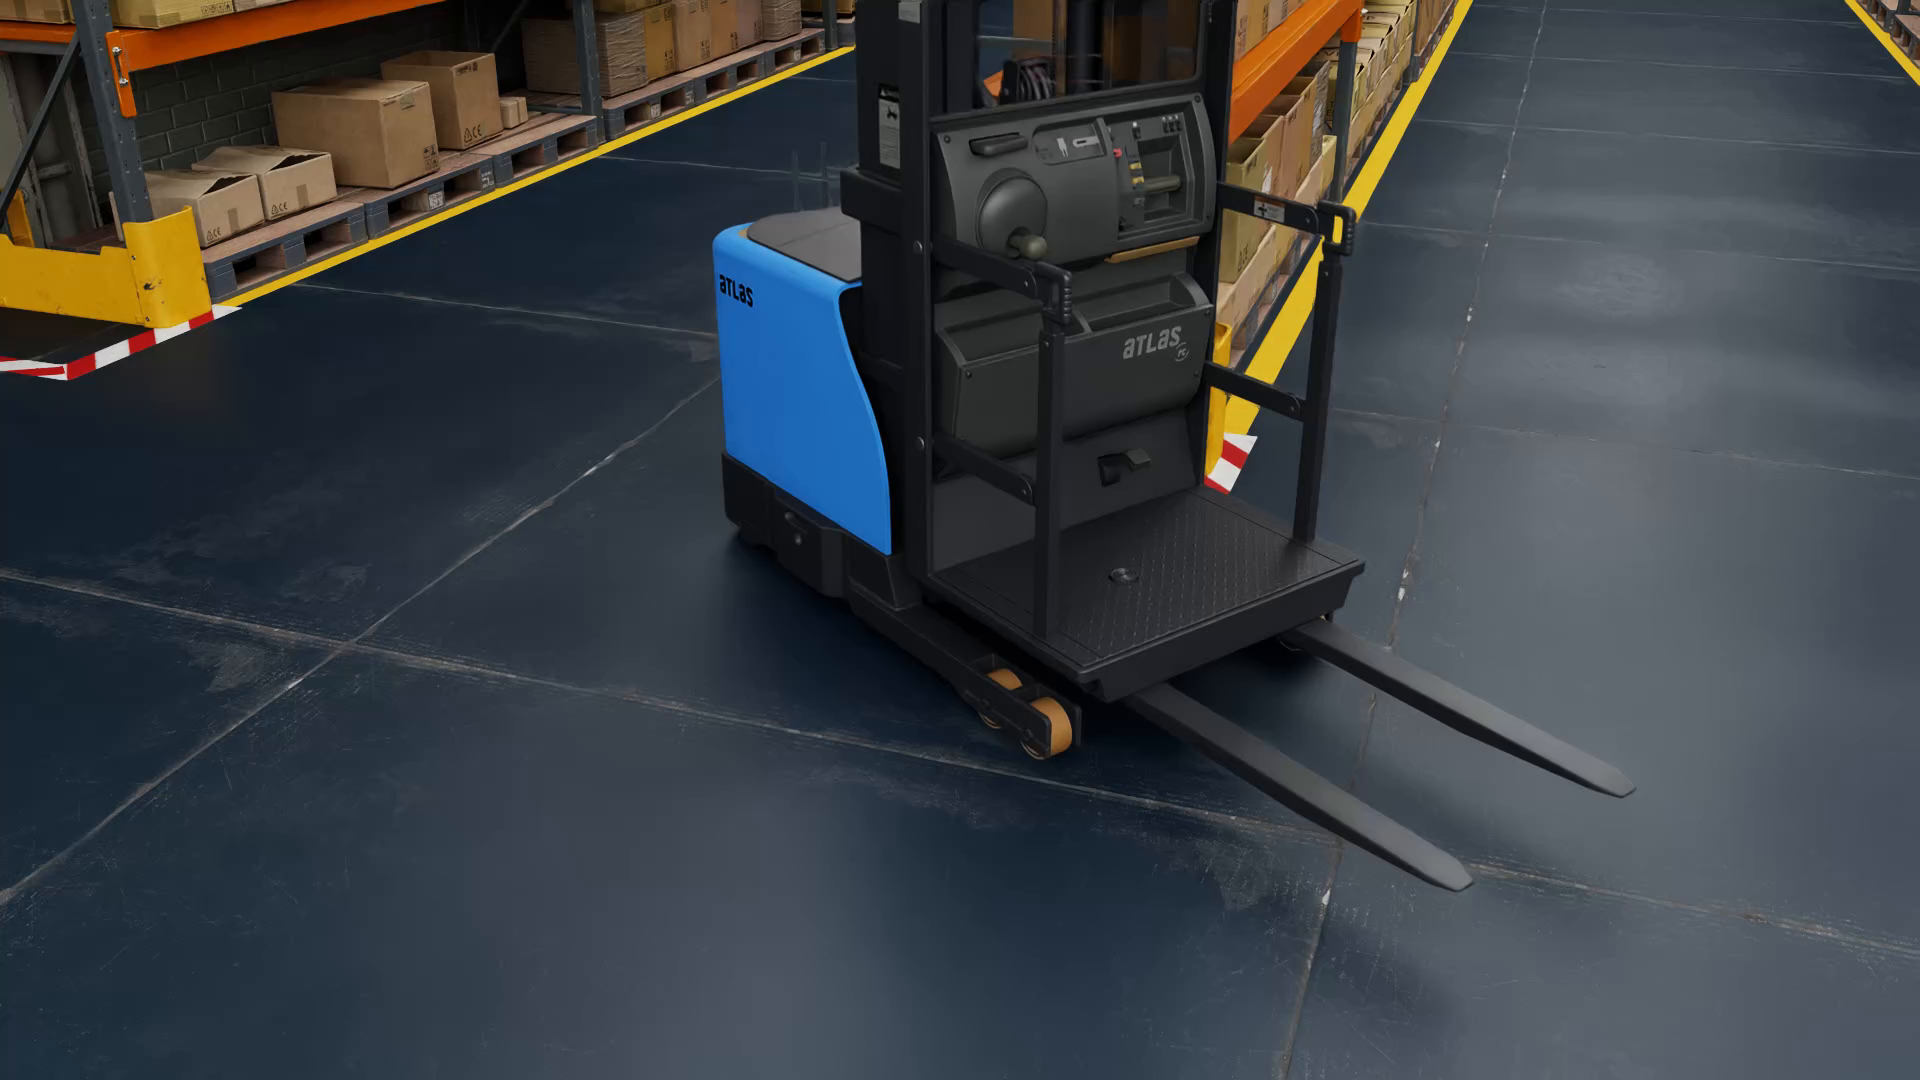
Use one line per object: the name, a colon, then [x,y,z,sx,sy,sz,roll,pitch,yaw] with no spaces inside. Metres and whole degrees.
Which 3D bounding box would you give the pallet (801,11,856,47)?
pallet: [-1.239,-4.804,15.429,1.003,0.211,1.213,9,27,17]

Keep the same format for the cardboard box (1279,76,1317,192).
cardboard box: [1.481,-2.042,8.338,0.500,0.500,0.500,9,27,17]

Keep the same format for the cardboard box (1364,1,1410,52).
cardboard box: [2.991,-3.767,12.118,0.500,0.311,0.500,8,27,17]

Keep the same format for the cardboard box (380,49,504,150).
cardboard box: [-3.211,-2.743,10.336,0.500,0.500,0.500,7,27,14]

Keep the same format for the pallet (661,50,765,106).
pallet: [-2.241,-3.670,13.088,1.003,0.211,1.213,9,27,17]

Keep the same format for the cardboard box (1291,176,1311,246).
cardboard box: [1.493,-1.703,8.498,0.500,0.250,0.500,9,27,17]

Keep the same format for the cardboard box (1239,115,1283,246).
cardboard box: [1.145,-1.631,7.490,0.500,0.500,0.500,9,27,17]

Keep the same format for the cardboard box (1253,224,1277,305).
cardboard box: [1.156,-1.292,7.650,0.500,0.250,0.500,9,27,17]

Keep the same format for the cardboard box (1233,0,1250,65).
cardboard box: [0.776,-2.193,6.722,0.700,0.500,0.500,9,27,19]

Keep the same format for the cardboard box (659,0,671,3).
cardboard box: [-2.361,-4.213,12.512,0.500,0.250,0.500,8,27,16]

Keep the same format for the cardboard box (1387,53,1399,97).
cardboard box: [2.817,-3.310,11.818,0.500,0.250,0.500,9,27,19]

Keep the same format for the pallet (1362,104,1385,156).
pallet: [2.382,-2.941,11.583,1.003,0.211,1.213,9,27,17]

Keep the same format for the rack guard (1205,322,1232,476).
rack guard: [0.430,-0.606,6.429,1.175,0.500,0.348,9,27,17]

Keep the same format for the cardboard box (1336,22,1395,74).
cardboard box: [2.652,-3.355,11.266,0.500,0.311,0.500,10,27,19]

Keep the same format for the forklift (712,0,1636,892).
forklift: [0.463,-0.965,4.380,1.130,2.935,3.031,-18,31,-32]

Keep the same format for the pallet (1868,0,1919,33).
pallet: [9.309,-5.005,15.846,1.003,0.211,1.213,9,27,17]

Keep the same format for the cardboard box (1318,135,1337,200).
cardboard box: [1.821,-2.114,9.348,0.500,0.250,0.500,9,27,17]

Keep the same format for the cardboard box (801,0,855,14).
cardboard box: [-1.204,-5.250,15.137,0.750,0.750,0.750,8,27,17]

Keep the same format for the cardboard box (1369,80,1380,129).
cardboard box: [2.478,-2.889,10.949,0.500,0.250,0.500,8,27,16]

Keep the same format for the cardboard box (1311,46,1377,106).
cardboard box: [2.313,-2.928,10.384,0.500,0.311,0.500,8,27,17]

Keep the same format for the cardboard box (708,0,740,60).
cardboard box: [-2.183,-4.112,13.164,0.700,0.500,0.500,9,27,17]

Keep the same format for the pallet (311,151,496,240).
pallet: [-3.498,-2.063,9.768,1.003,0.211,1.213,9,27,17]

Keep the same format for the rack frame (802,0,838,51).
rack frame: [-1.572,-5.746,14.175,1.000,3.000,0.127,9,27,17]

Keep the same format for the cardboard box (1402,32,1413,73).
cardboard box: [3.155,-3.729,12.682,0.500,0.250,0.500,9,27,19]

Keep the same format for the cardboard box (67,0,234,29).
cardboard box: [-3.773,-2.554,7.732,0.500,0.250,0.500,8,27,16]

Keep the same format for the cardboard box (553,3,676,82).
cardboard box: [-2.550,-3.699,12.312,0.700,0.500,0.500,8,27,16]

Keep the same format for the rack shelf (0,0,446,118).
rack shelf: [-3.569,-2.956,9.239,1.077,0.370,4.000,9,27,17]

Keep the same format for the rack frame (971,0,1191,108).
rack frame: [0.438,-1.741,5.904,1.000,3.000,0.127,9,27,17]

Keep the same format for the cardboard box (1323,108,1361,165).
cardboard box: [2.137,-2.466,10.075,0.500,0.250,0.500,8,27,16]

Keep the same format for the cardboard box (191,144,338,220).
cardboard box: [-3.730,-1.951,8.919,0.500,0.311,0.500,11,28,22]

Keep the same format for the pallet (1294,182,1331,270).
pallet: [1.465,-1.809,9.244,1.003,0.211,1.213,9,27,17]

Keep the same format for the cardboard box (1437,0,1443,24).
cardboard box: [4.031,-4.884,14.759,0.500,0.500,0.500,8,27,16]

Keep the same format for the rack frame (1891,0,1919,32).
rack frame: [9.101,-5.953,14.603,1.000,3.000,0.127,9,27,17]

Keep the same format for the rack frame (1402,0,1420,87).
rack frame: [3.100,-5.029,12.694,1.000,3.000,0.127,9,27,17]

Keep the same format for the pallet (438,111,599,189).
pallet: [-3.094,-2.566,10.807,1.003,0.211,1.213,9,27,17]

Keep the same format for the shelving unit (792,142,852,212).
shelving unit: [-0.437,-0.814,6.050,0.258,1.200,0.189,13,28,25]

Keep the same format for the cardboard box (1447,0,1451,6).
cardboard box: [4.365,-5.299,15.616,0.500,0.500,0.500,9,27,18]

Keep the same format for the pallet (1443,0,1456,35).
pallet: [4.196,-5.078,15.995,1.003,0.211,1.213,9,27,17]

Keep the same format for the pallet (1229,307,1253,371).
pallet: [0.653,-0.807,7.173,1.003,0.211,1.213,9,27,17]

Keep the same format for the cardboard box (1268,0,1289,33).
cardboard box: [1.118,-2.613,7.590,0.700,0.500,0.500,10,27,19]

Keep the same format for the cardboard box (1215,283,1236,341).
cardboard box: [0.826,-0.881,6.800,0.500,0.250,0.500,9,27,17]

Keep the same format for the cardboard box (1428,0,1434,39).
cardboard box: [3.690,-4.463,13.890,0.500,0.500,0.500,8,27,16]

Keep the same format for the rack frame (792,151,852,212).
rack frame: [-0.480,-0.780,5.977,0.240,1.200,0.006,13,28,25]

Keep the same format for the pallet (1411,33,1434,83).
pallet: [3.384,-4.075,13.924,1.003,0.211,1.213,9,27,17]

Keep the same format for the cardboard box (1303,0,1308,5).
cardboard box: [1.458,-3.029,8.449,0.700,0.500,0.500,8,27,17]

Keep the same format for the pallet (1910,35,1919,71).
pallet: [8.401,-3.884,13.529,1.003,0.211,1.213,9,27,17]

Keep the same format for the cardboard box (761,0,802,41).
cardboard box: [-1.763,-4.515,13.997,0.700,0.500,0.500,9,27,18]

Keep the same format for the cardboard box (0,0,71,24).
cardboard box: [-4.262,-2.620,7.868,0.500,0.250,0.500,9,27,18]
